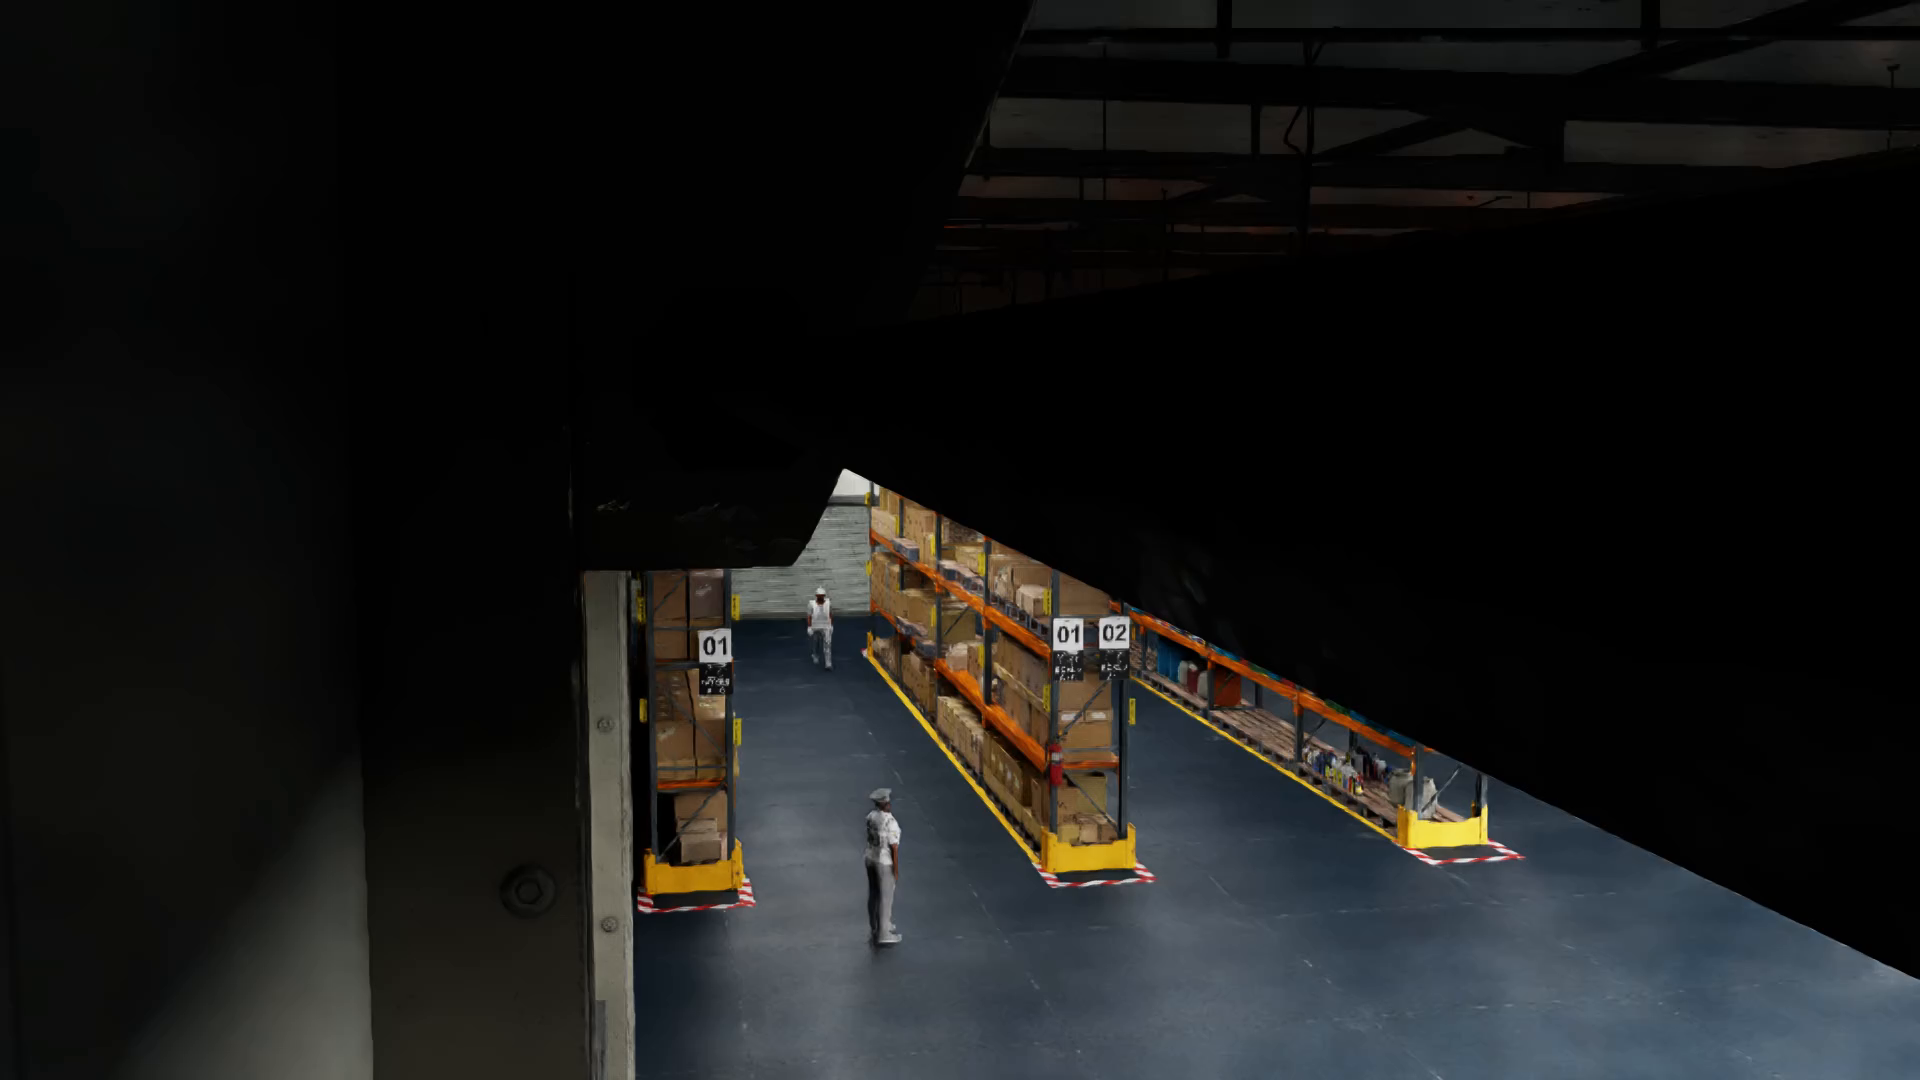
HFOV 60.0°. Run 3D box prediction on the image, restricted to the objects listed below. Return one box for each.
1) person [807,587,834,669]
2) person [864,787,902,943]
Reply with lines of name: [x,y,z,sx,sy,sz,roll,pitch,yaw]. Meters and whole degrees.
person: [-2.931,1.824,34.934,0.566,1.706,1.122,-1,6,-9]
person: [-0.832,3.572,18.375,0.422,1.677,0.502,-5,8,-42]
